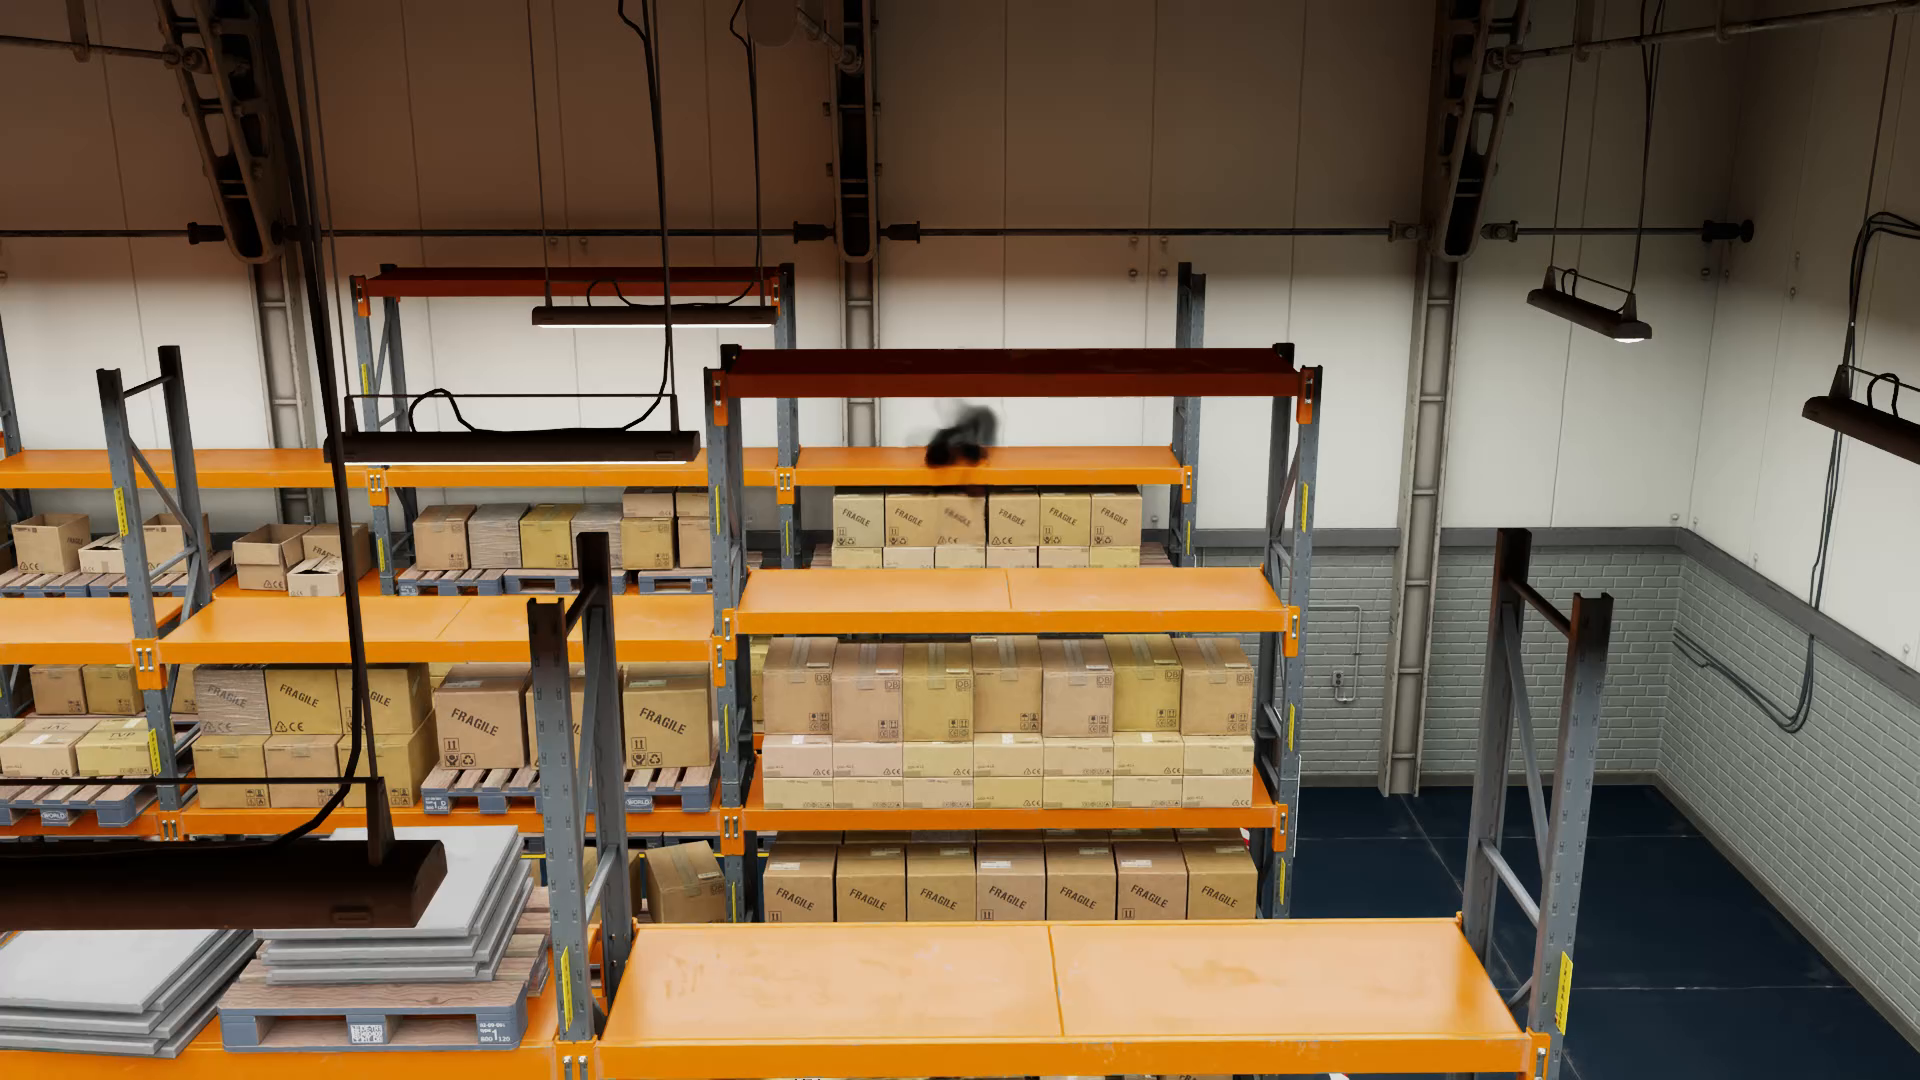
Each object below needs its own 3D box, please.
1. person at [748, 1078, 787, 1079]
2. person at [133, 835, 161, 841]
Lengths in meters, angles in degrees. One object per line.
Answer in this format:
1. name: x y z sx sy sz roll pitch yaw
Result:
1. person: -1.324 4.215 10.946 0.669 1.789 0.640 -3 16 -10
2. person: -6.981 3.162 14.464 0.830 1.838 0.654 0 16 -2
